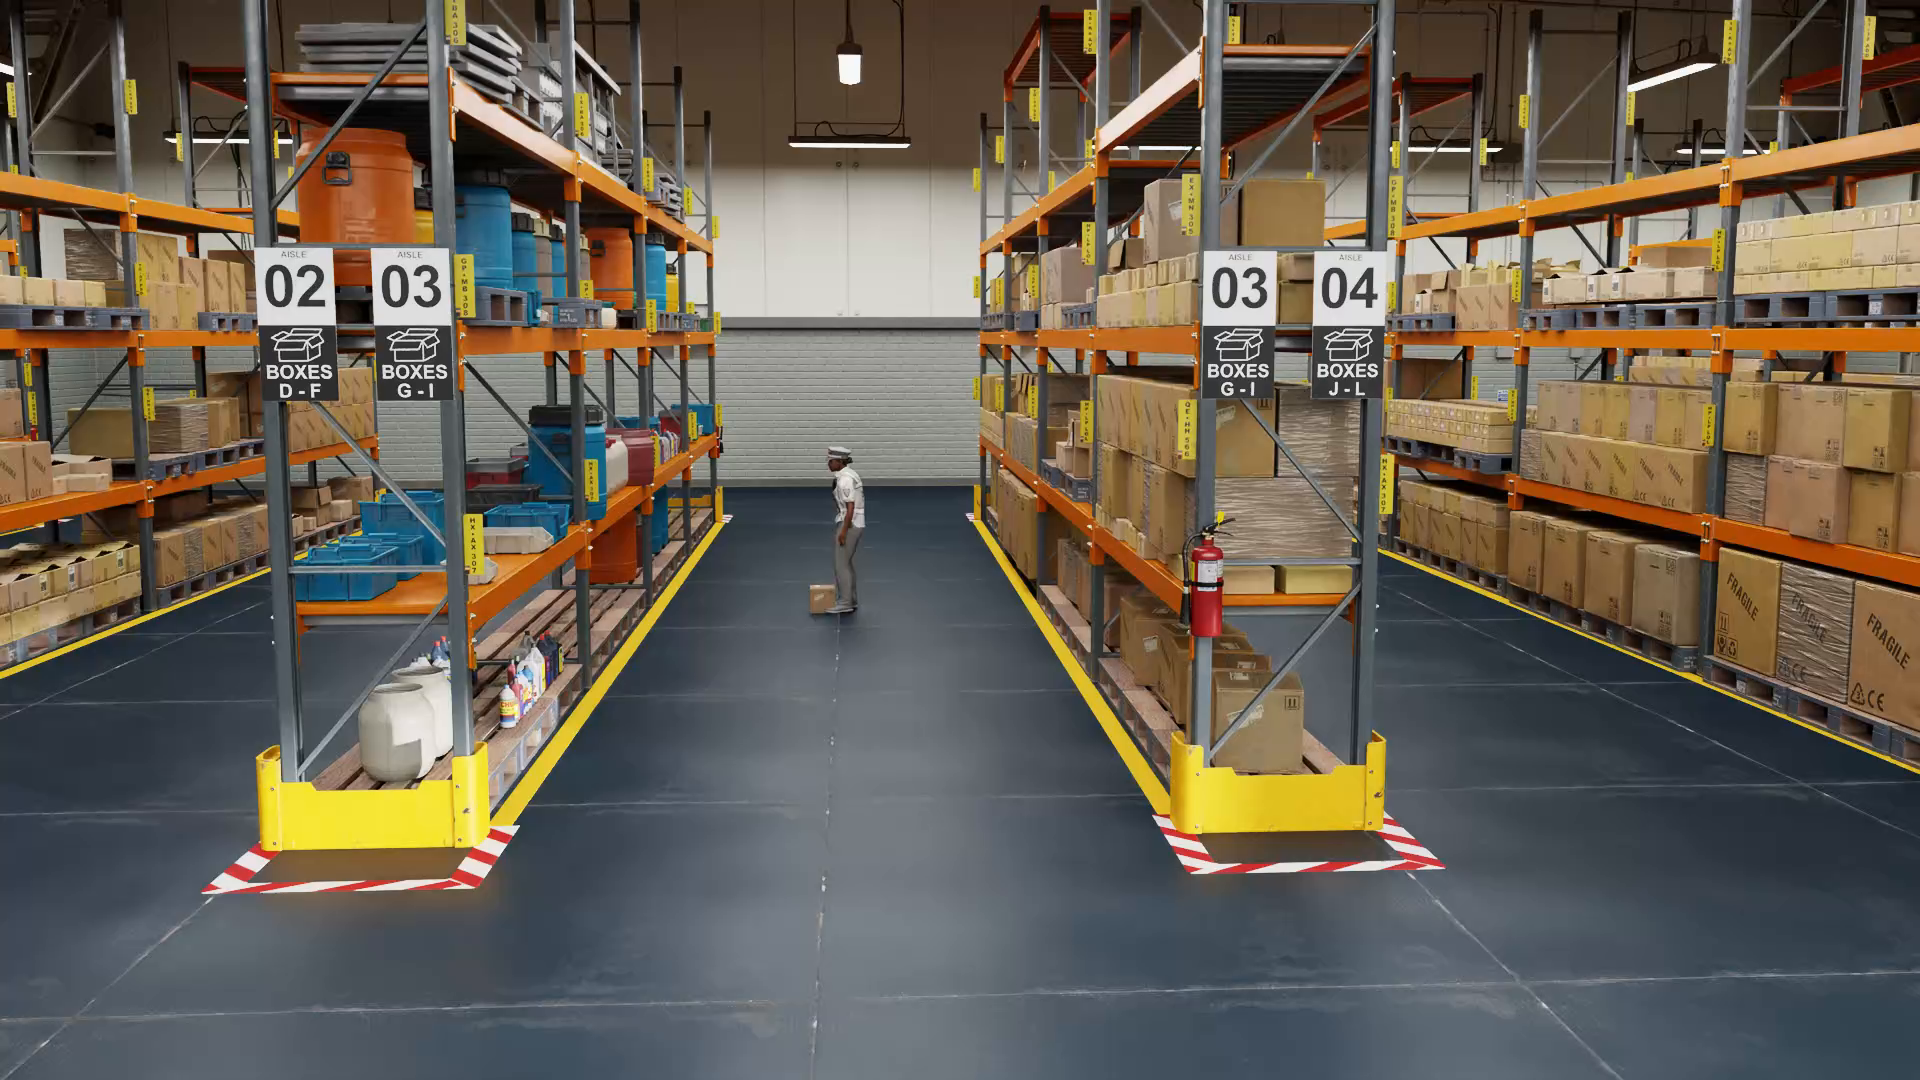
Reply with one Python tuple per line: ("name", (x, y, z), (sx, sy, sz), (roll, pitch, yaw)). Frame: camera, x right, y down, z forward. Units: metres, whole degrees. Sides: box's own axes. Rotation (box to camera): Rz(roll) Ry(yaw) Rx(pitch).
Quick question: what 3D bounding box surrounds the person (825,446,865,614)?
("person", (-1.160, -0.109, 16.629), (0.419, 1.663, 0.530), (-1, 7, -6))
